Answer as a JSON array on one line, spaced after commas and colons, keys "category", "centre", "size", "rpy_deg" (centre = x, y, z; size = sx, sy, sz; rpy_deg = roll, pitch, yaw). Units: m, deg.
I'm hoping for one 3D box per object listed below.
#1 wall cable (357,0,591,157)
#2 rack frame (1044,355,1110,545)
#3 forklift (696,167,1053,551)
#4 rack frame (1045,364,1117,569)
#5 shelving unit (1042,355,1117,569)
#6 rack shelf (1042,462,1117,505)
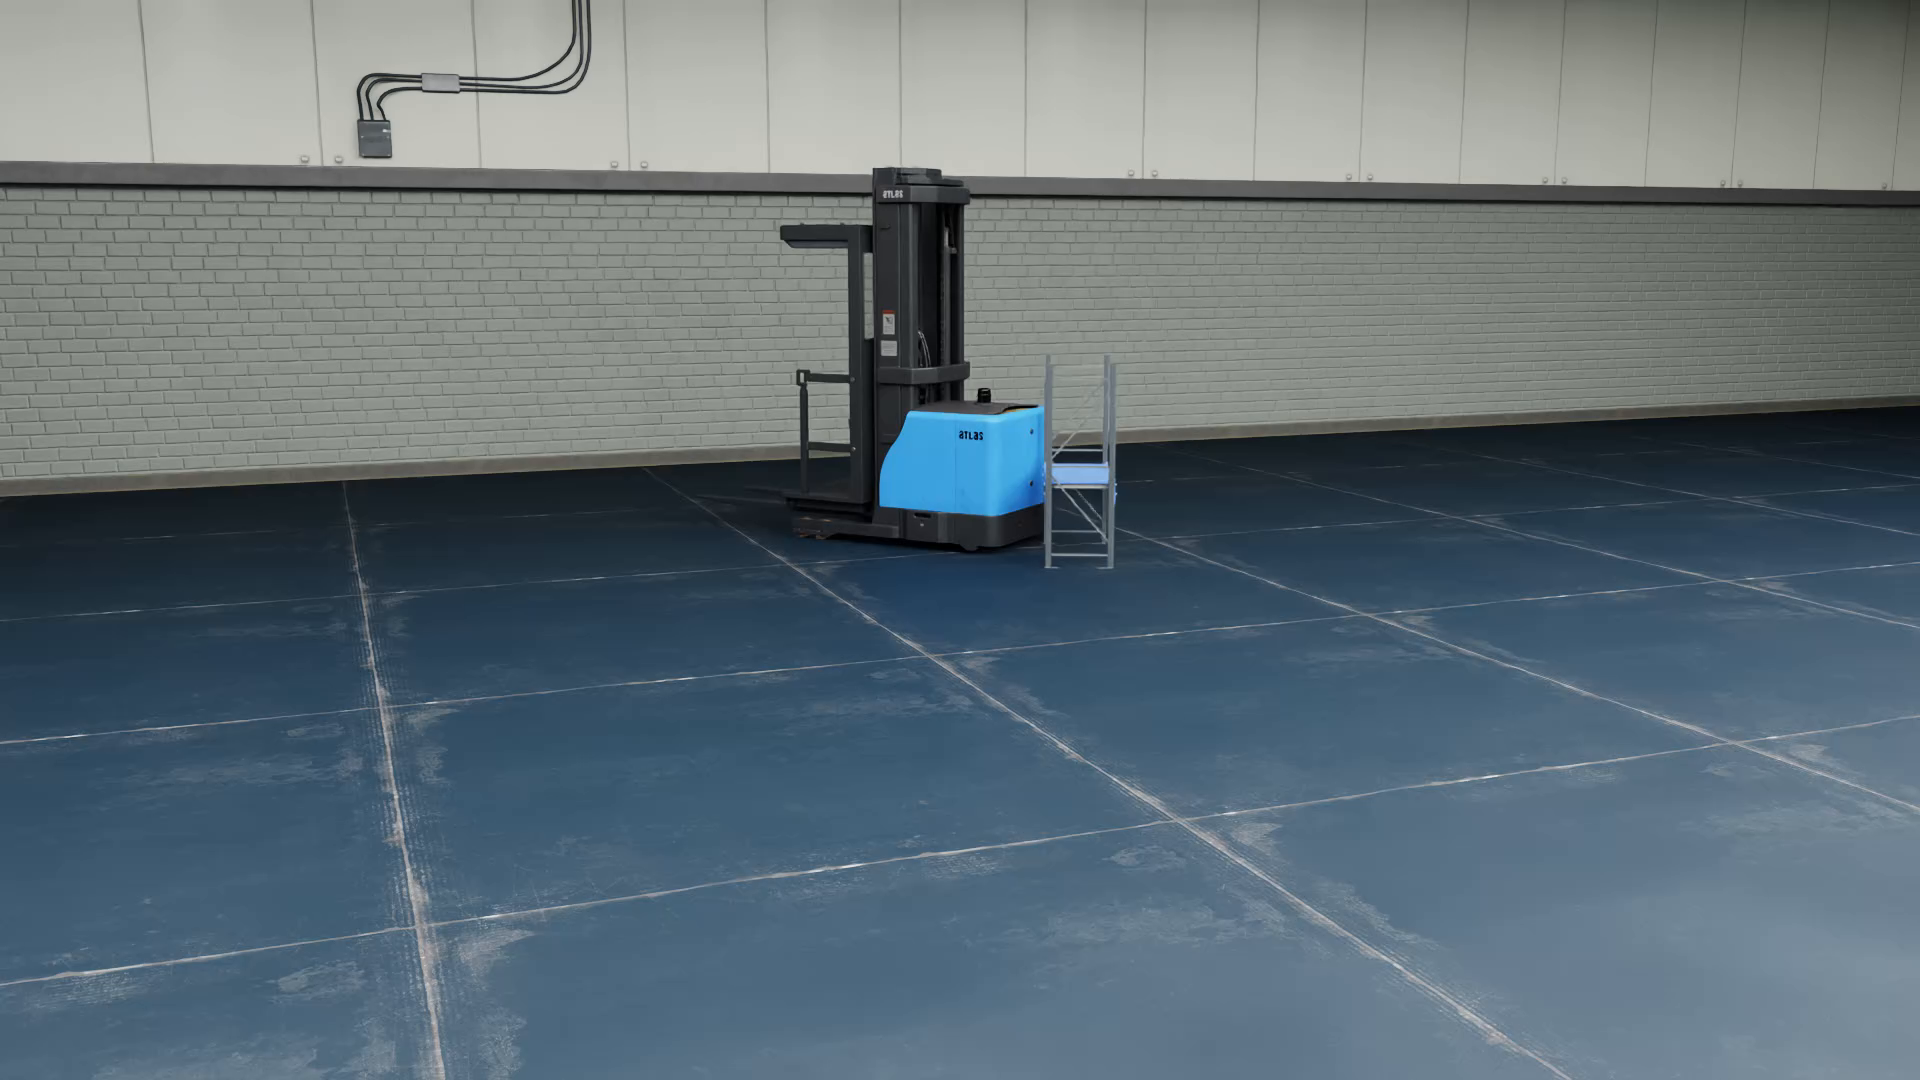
[{"category": "wall cable", "centre": [-4.821, -6.795, 16.212], "size": [2.305, 6.003, 0.169], "rpy_deg": [-4, 11, -21]}, {"category": "rack frame", "centre": [0.917, -0.704, 13.097], "size": [0.500, 1.500, 0.032], "rpy_deg": [0, 10, 2]}, {"category": "forklift", "centre": [-0.782, -1.520, 13.597], "size": [3.031, 2.935, 1.130], "rpy_deg": [6, 12, 29]}, {"category": "rack frame", "centre": [0.877, -0.526, 12.097], "size": [0.500, 1.500, 0.032], "rpy_deg": [0, 10, 2]}, {"category": "shelving unit", "centre": [0.897, -0.615, 12.597], "size": [0.538, 1.500, 1.048], "rpy_deg": [0, 10, 2]}, {"category": "rack shelf", "centre": [0.897, -0.438, 12.629], "size": [0.538, 0.185, 1.000], "rpy_deg": [0, 10, 2]}]
